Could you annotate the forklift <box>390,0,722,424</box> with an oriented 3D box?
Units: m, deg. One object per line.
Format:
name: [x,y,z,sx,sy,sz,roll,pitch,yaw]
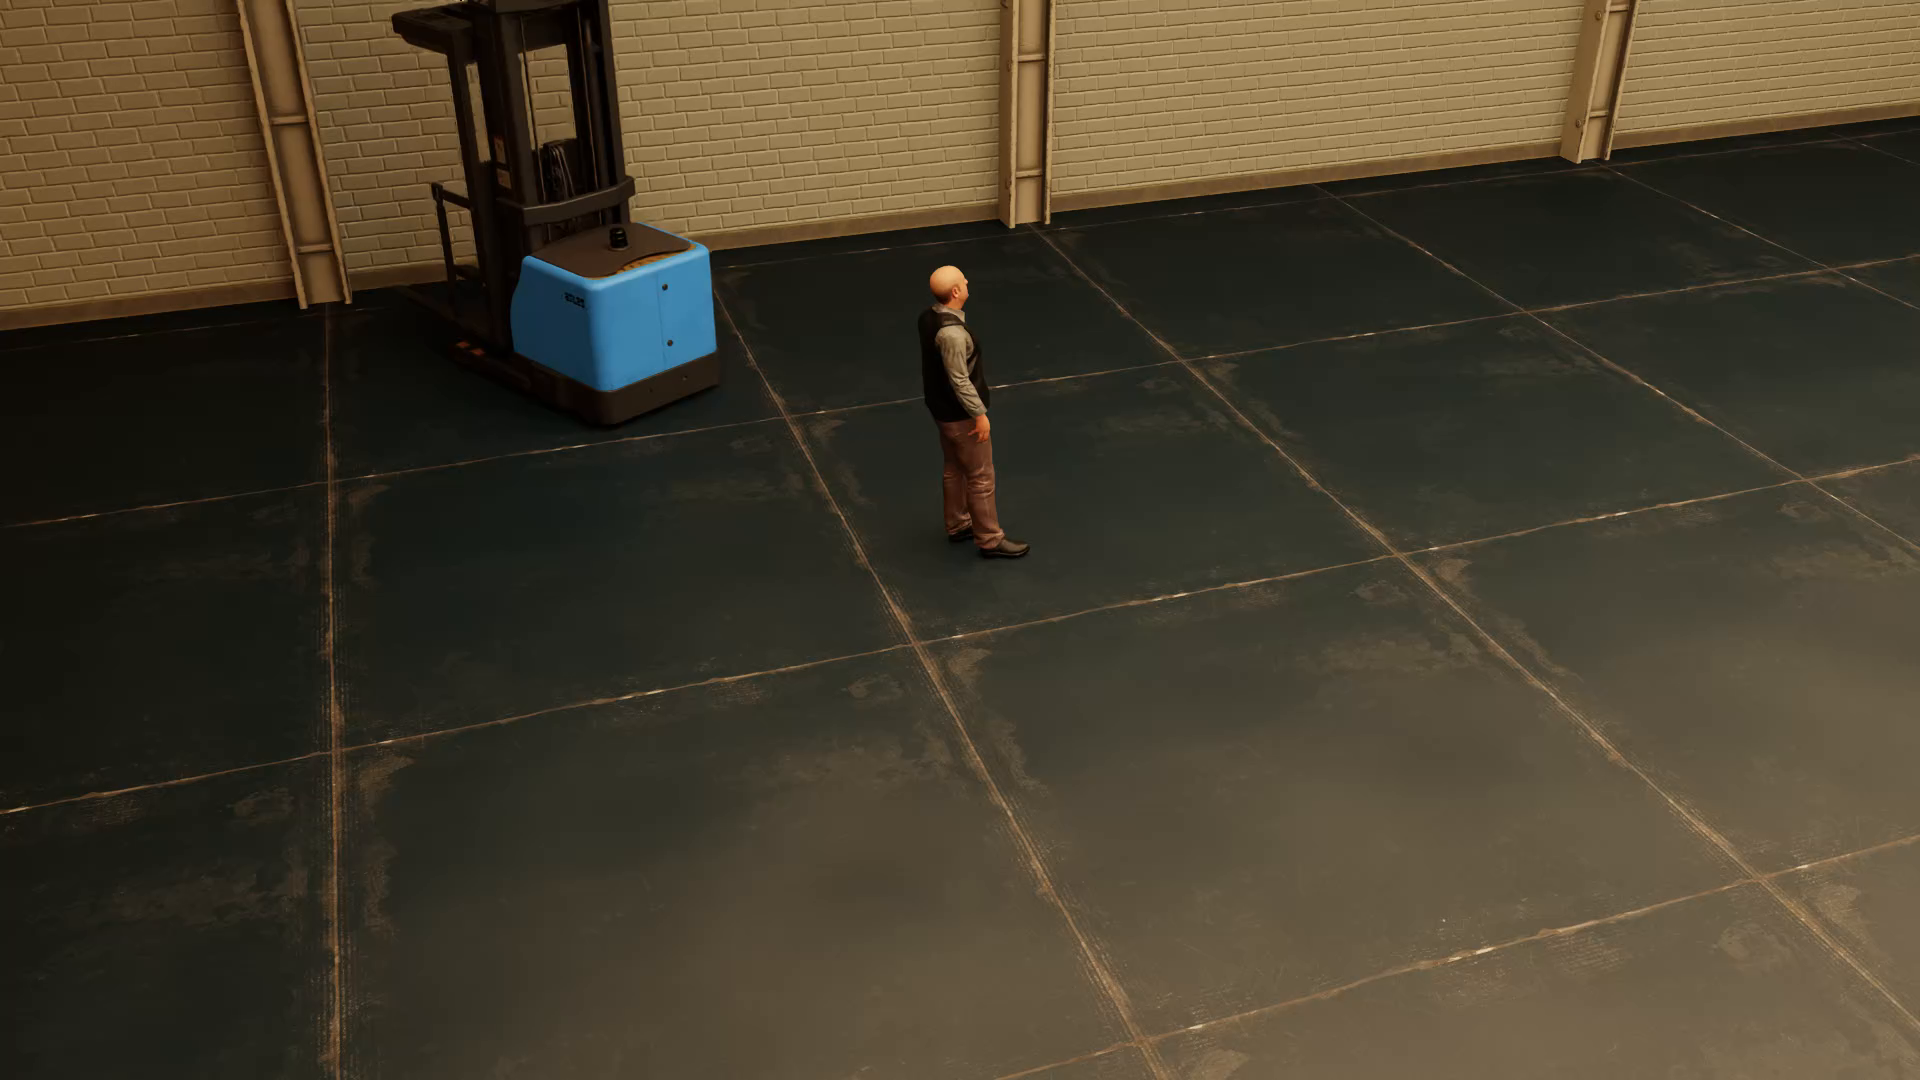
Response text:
forklift: [-3.127,-2.671,11.730,3.031,2.935,1.130,25,38,36]

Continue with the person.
person: [0.062,-0.759,9.605,0.566,1.722,0.633,-10,31,-16]
